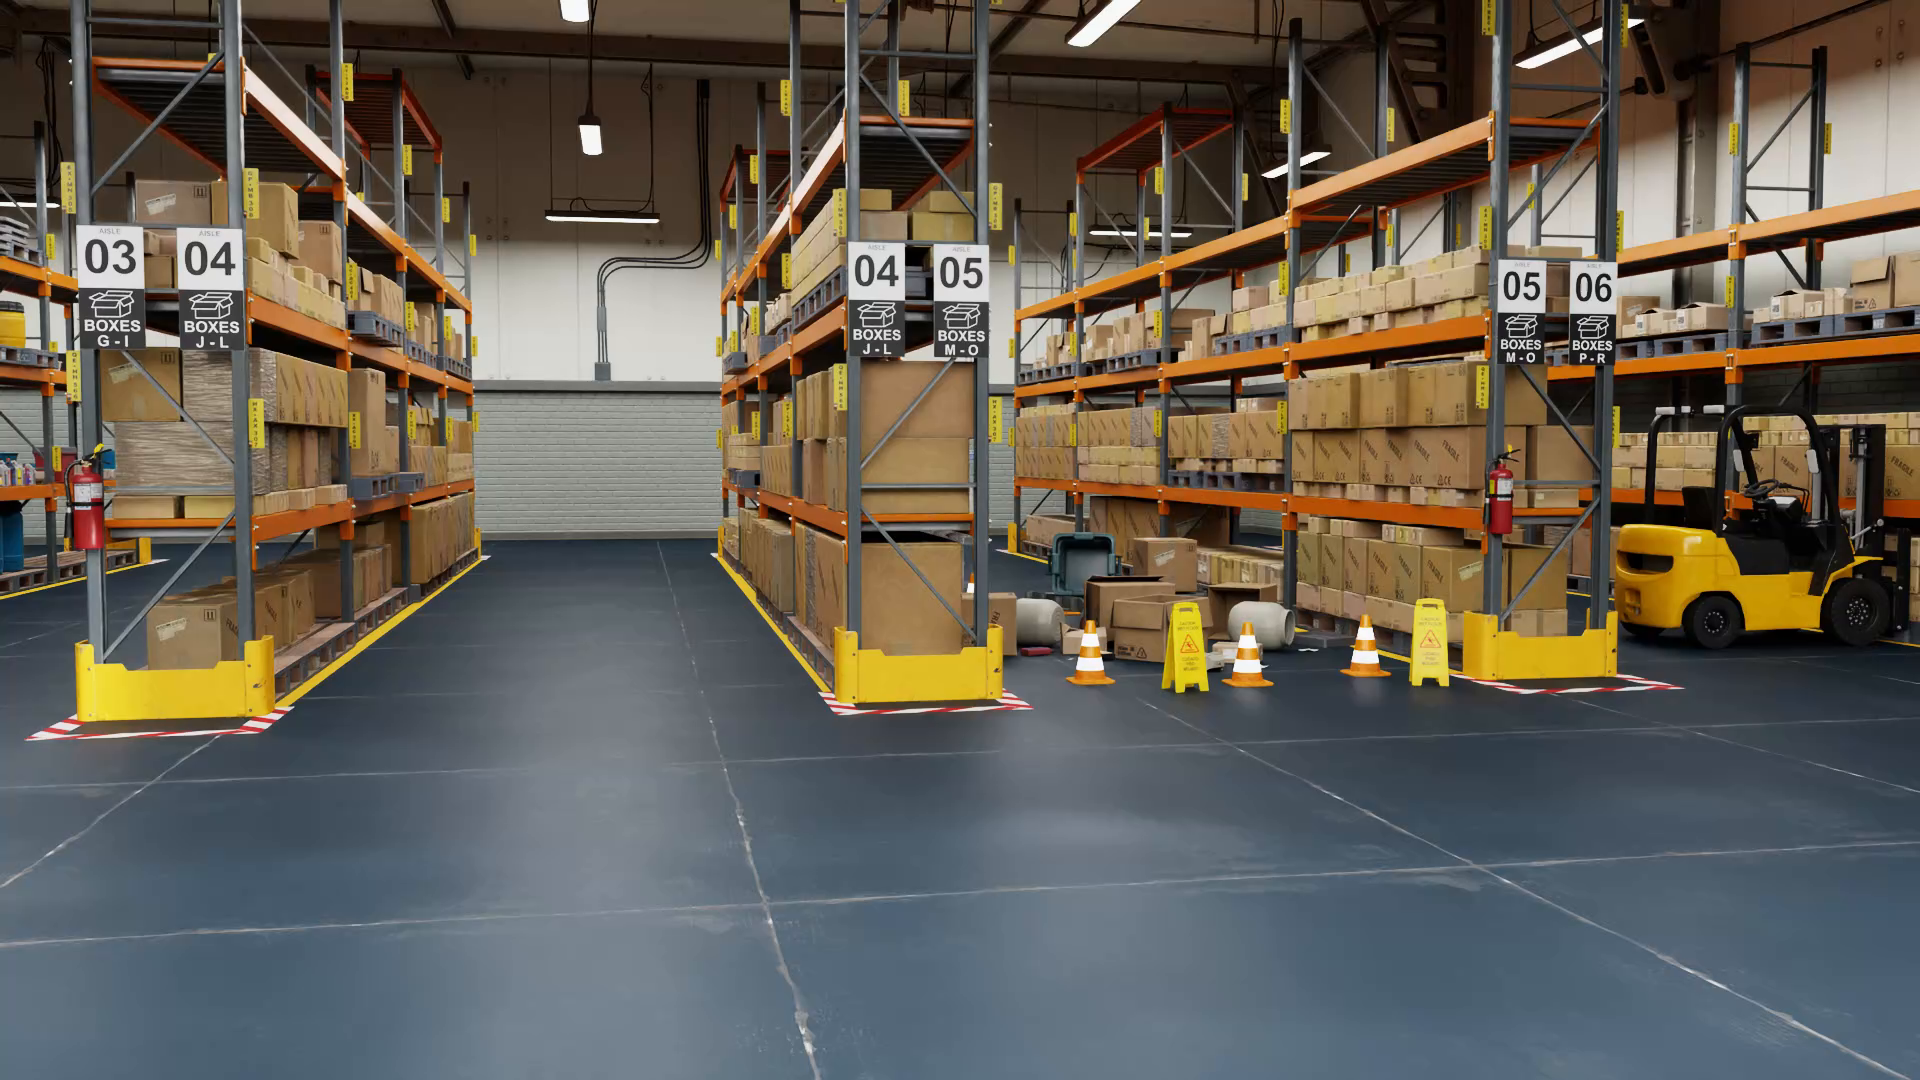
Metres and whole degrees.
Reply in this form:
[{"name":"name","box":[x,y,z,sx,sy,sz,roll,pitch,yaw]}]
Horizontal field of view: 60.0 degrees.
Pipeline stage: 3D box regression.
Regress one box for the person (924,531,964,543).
[{"name":"person","box":[-0.168,-0.118,18.627,0.491,1.693,0.364,-1,3,-22]}]
